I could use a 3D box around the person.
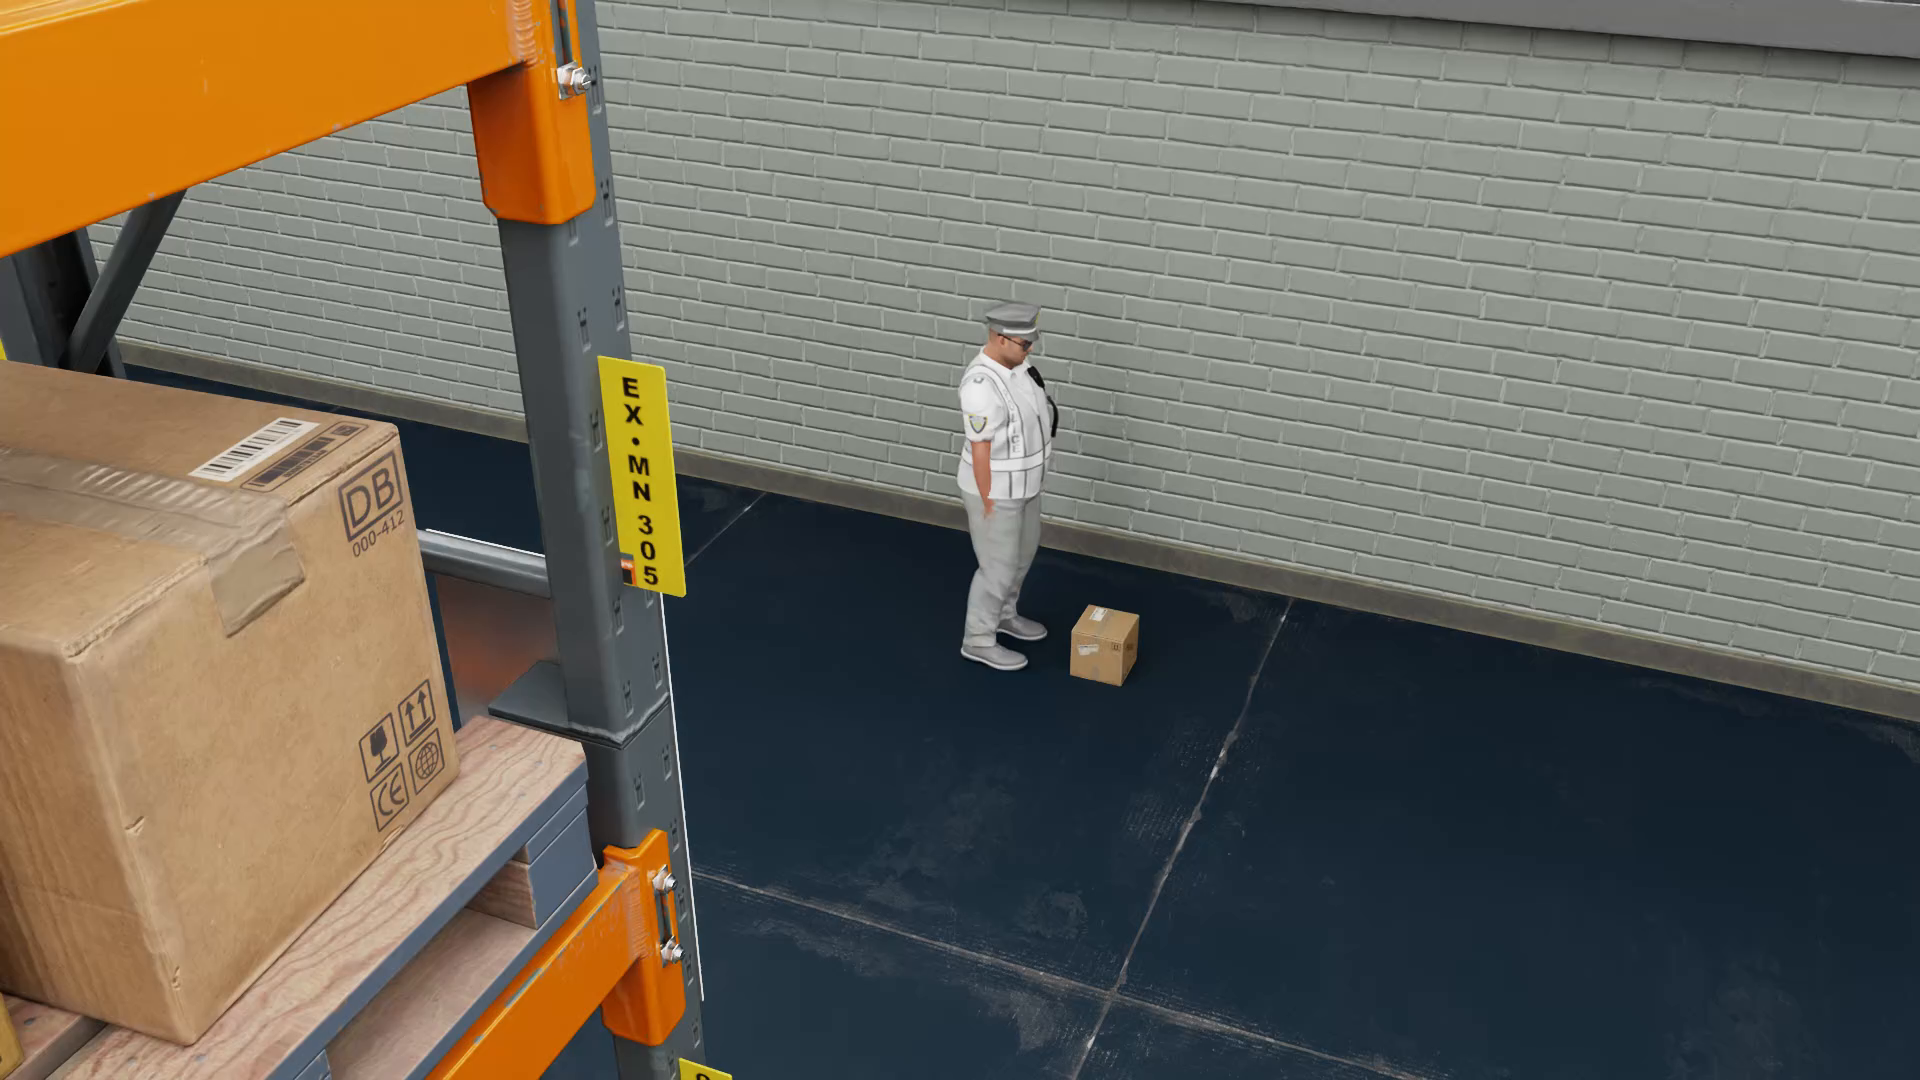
[{"bbox_3d":[0.212,-0.259,7.596,0.391,1.740,0.530,12,32,20],"label":"person"}]
